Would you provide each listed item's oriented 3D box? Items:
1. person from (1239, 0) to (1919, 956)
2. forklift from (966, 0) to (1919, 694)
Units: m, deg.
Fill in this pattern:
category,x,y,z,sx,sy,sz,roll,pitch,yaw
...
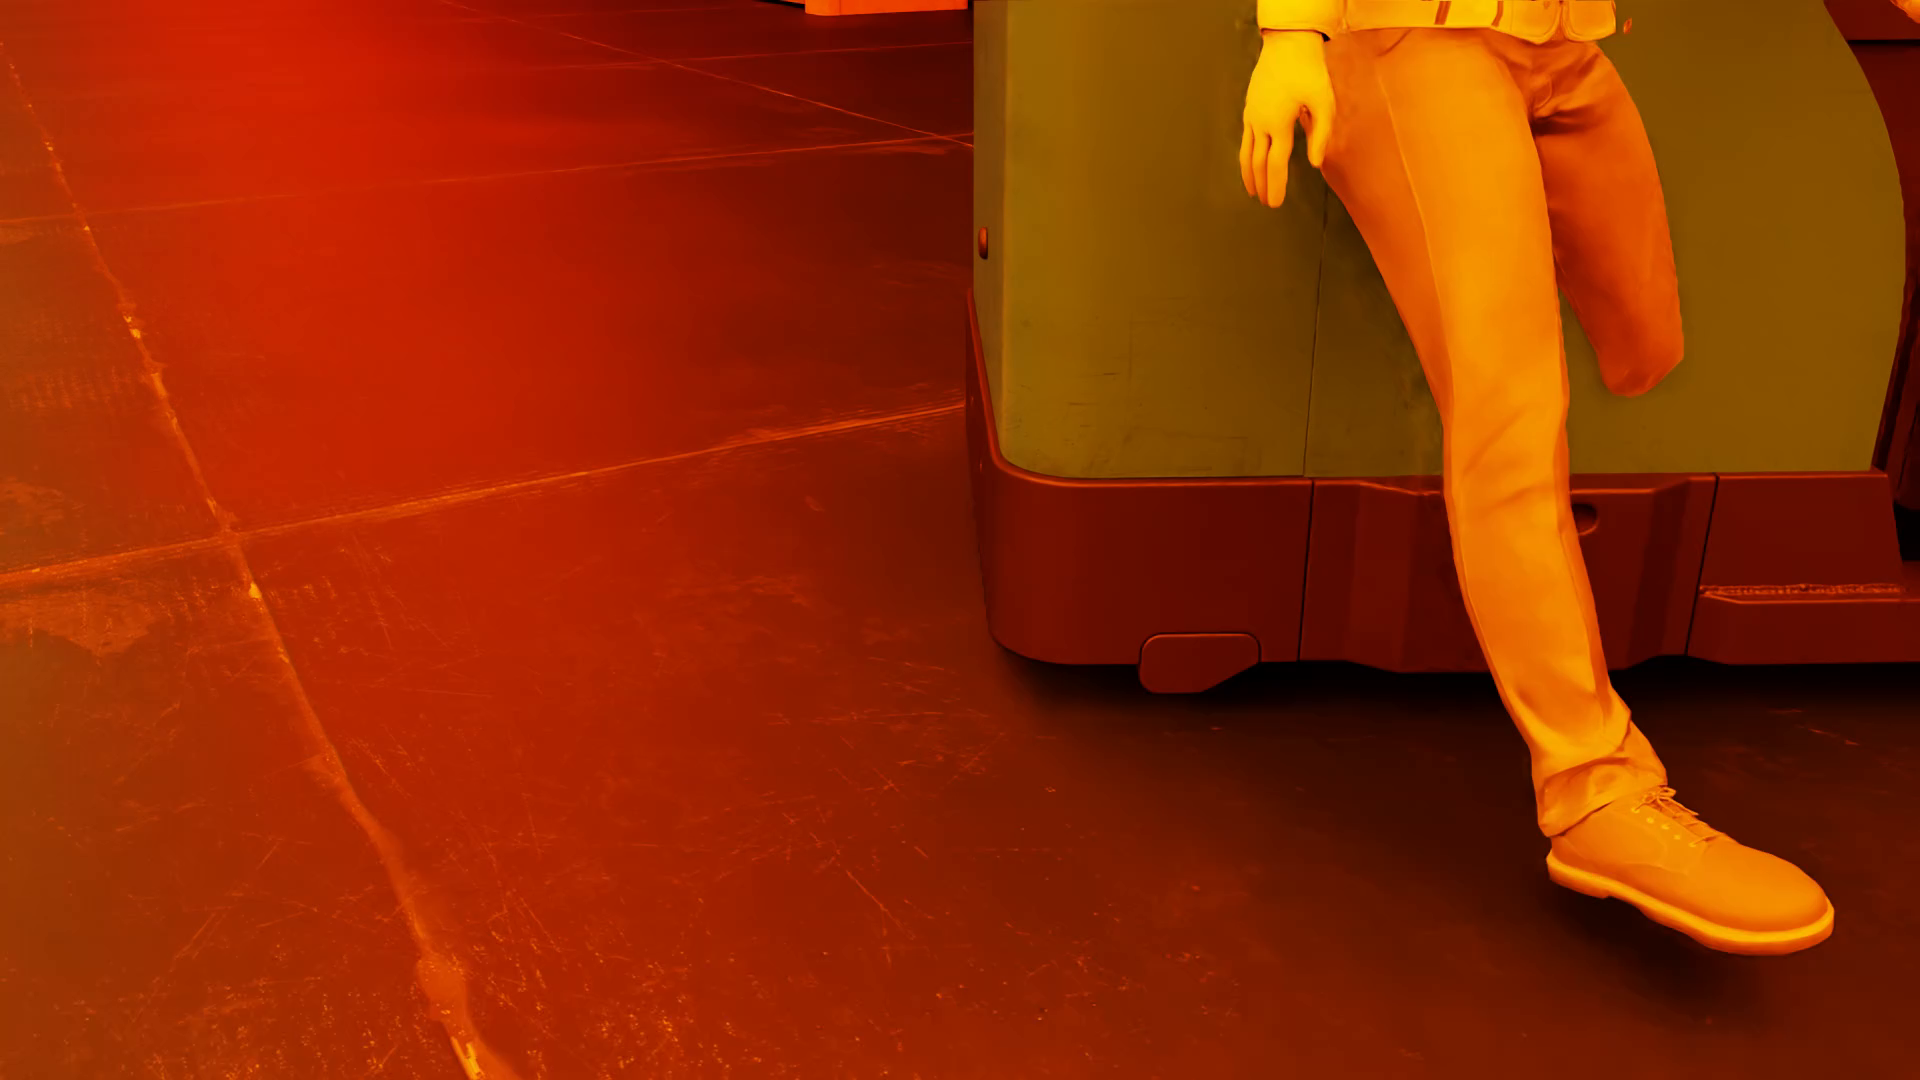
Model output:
category,x,y,z,sx,sy,sz,roll,pitch,yaw
person,0.681,-0.477,1.681,0.772,1.557,0.879,-18,28,-37
forklift,1.539,-1.350,2.064,3.031,2.935,1.130,-1,22,-2
